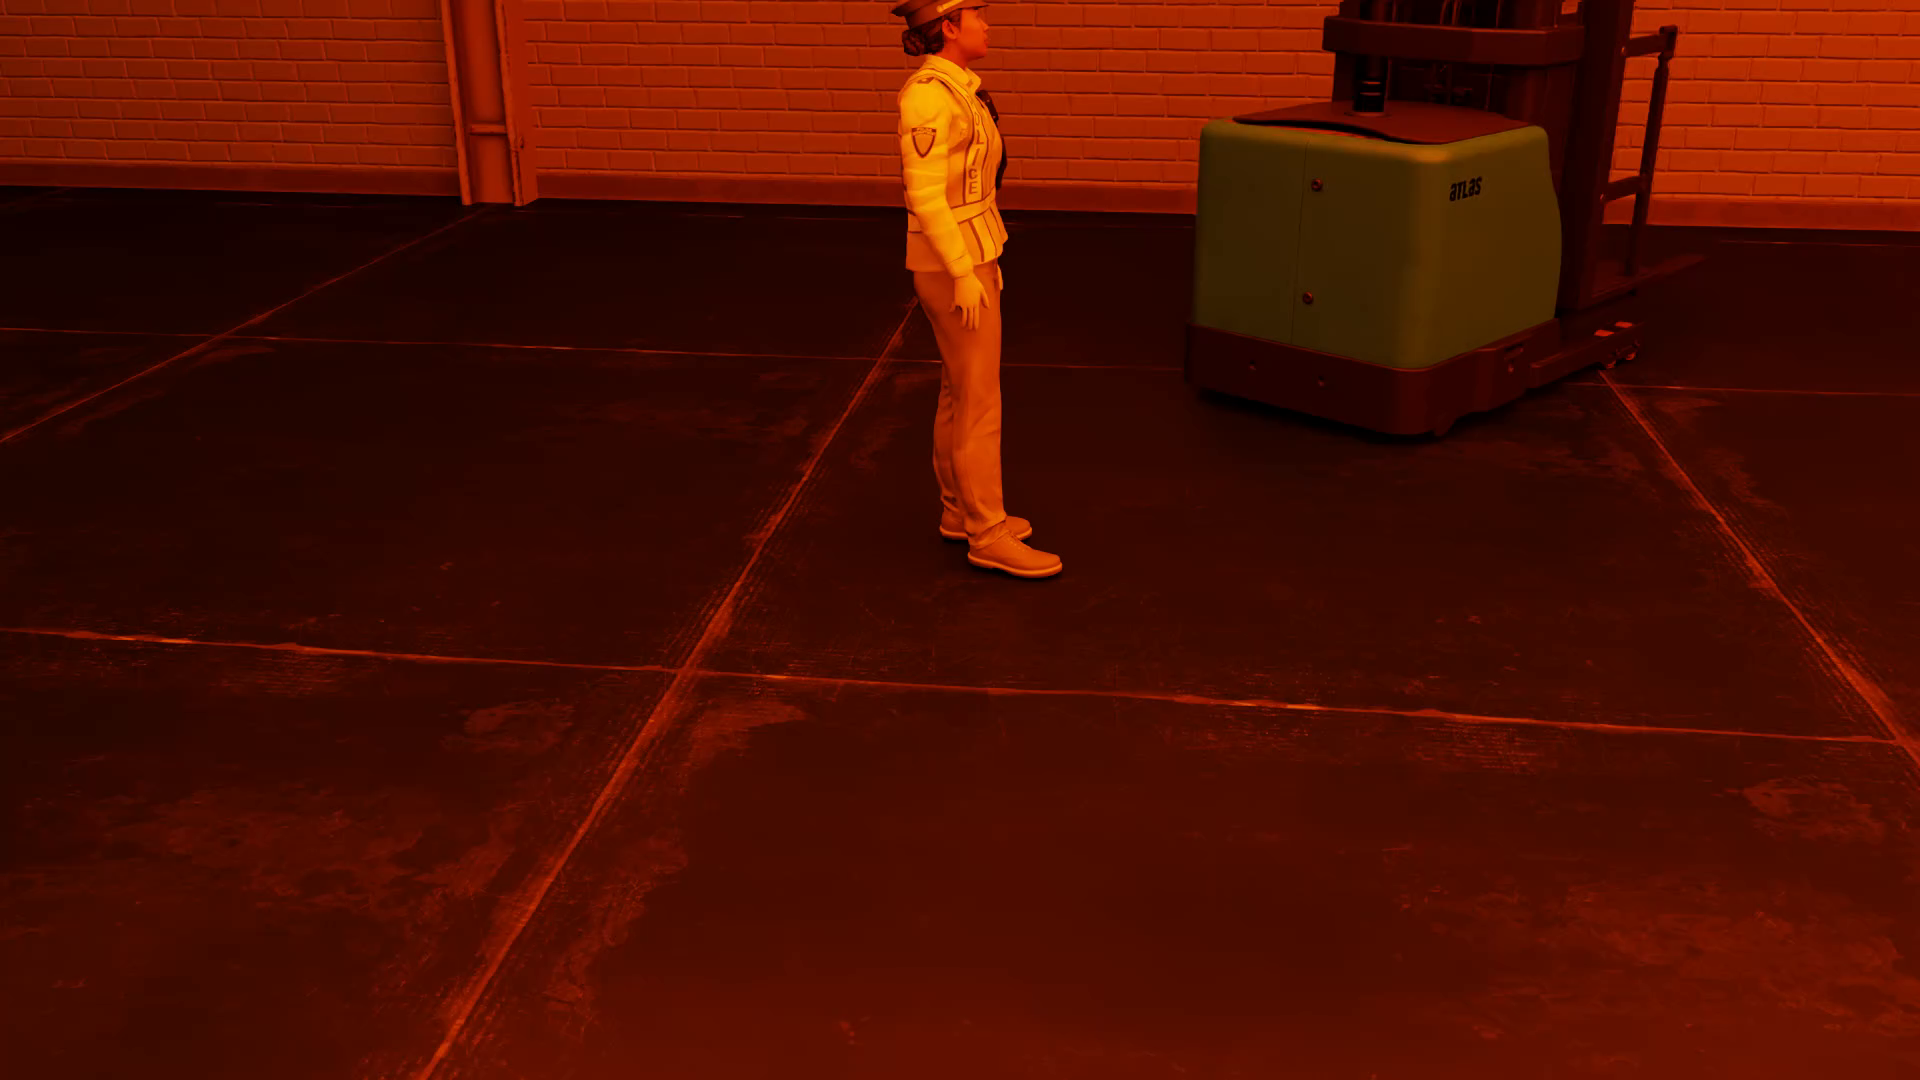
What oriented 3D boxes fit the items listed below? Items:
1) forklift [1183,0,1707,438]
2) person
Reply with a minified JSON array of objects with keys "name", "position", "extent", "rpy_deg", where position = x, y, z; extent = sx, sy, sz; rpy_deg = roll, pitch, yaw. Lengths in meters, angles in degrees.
[{"name":"forklift","position":[2.269,-2.188,6.688],"extent":[1.130,2.935,3.031],"rpy_deg":[20,29,40]},{"name":"person","position":[0.067,-0.787,4.843],"extent":[0.532,1.694,0.586],"rpy_deg":[3,22,7]}]
